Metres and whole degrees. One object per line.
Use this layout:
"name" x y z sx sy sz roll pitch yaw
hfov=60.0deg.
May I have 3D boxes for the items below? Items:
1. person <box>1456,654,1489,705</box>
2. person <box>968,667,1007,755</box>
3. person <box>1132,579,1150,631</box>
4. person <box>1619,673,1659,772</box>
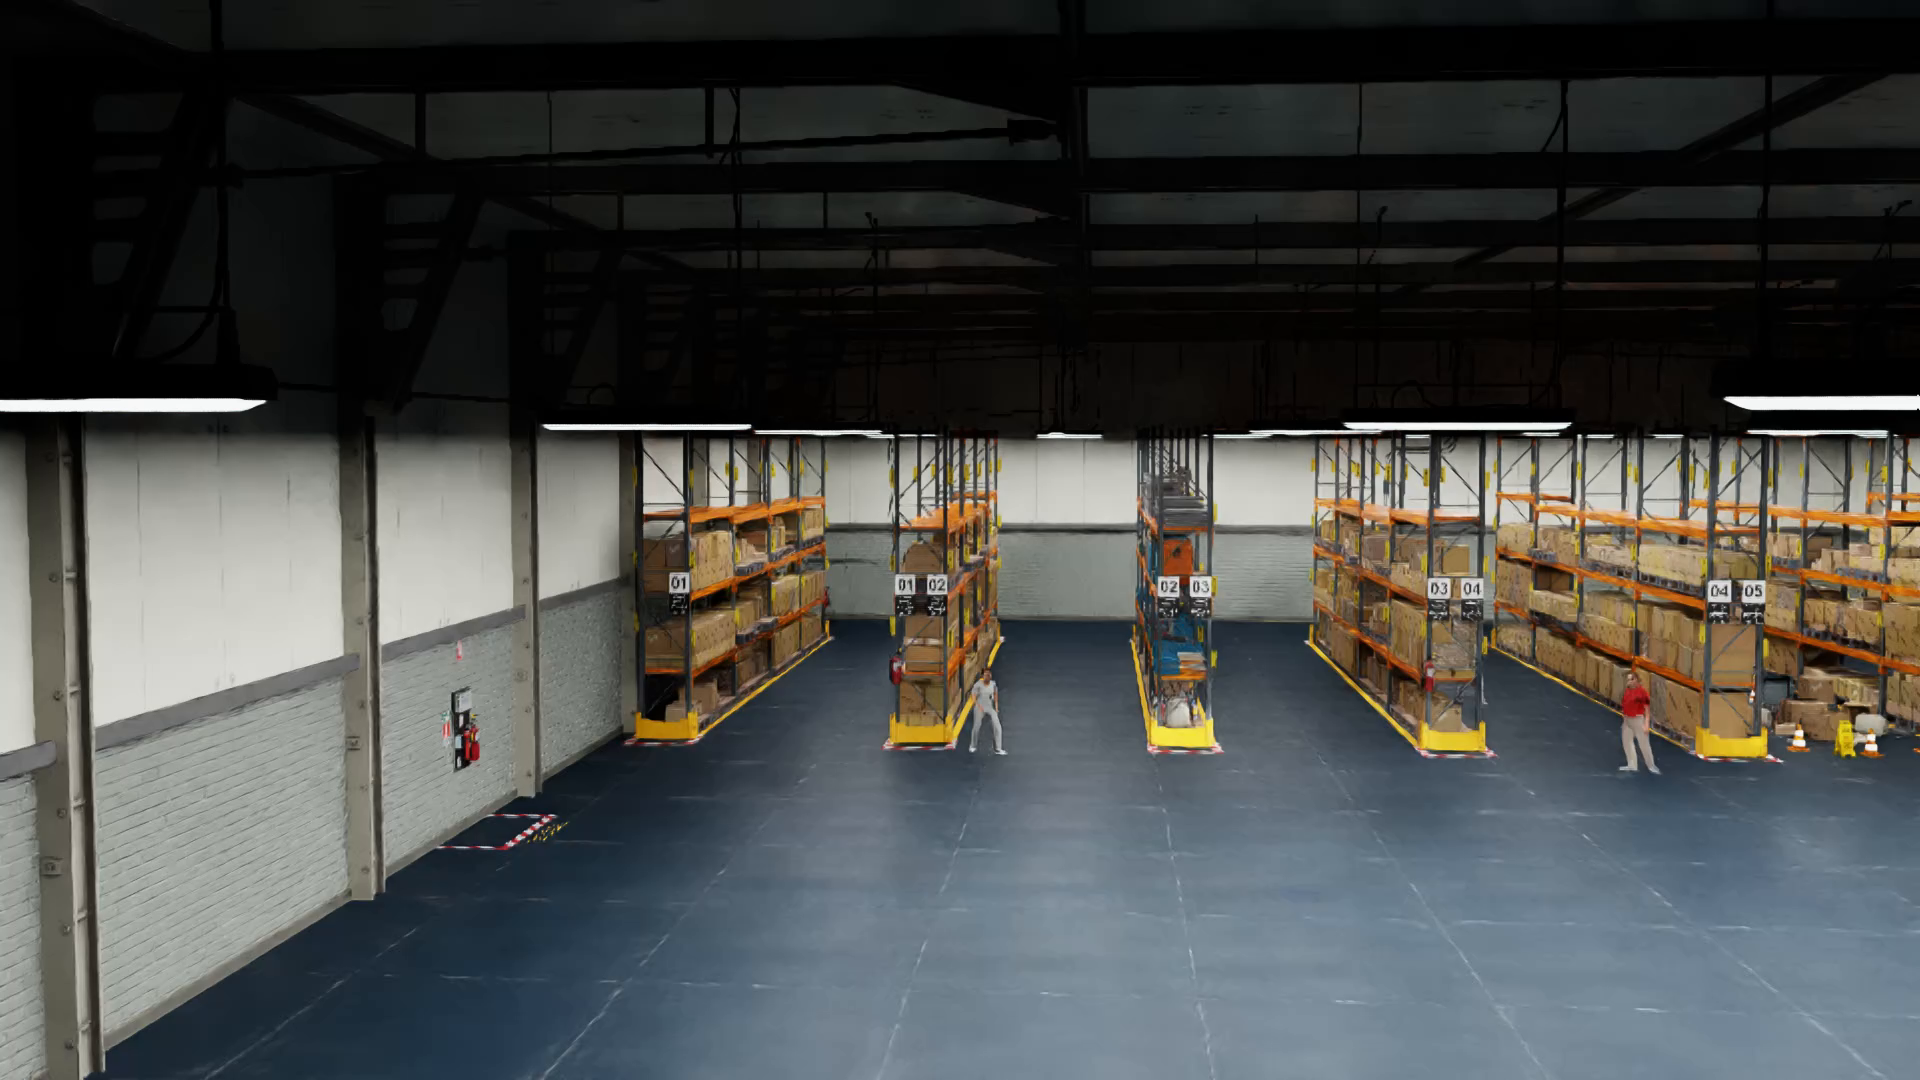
"person" 11.025 2.695 35.897 0.536 1.707 1.036 0 3 -3
"person" 0.470 3.090 30.282 0.609 1.604 0.814 -1 4 -12
"person" 5.377 1.868 49.178 0.460 1.780 0.704 2 4 35
"person" 11.719 3.145 28.705 0.554 1.716 0.653 -1 4 -23
